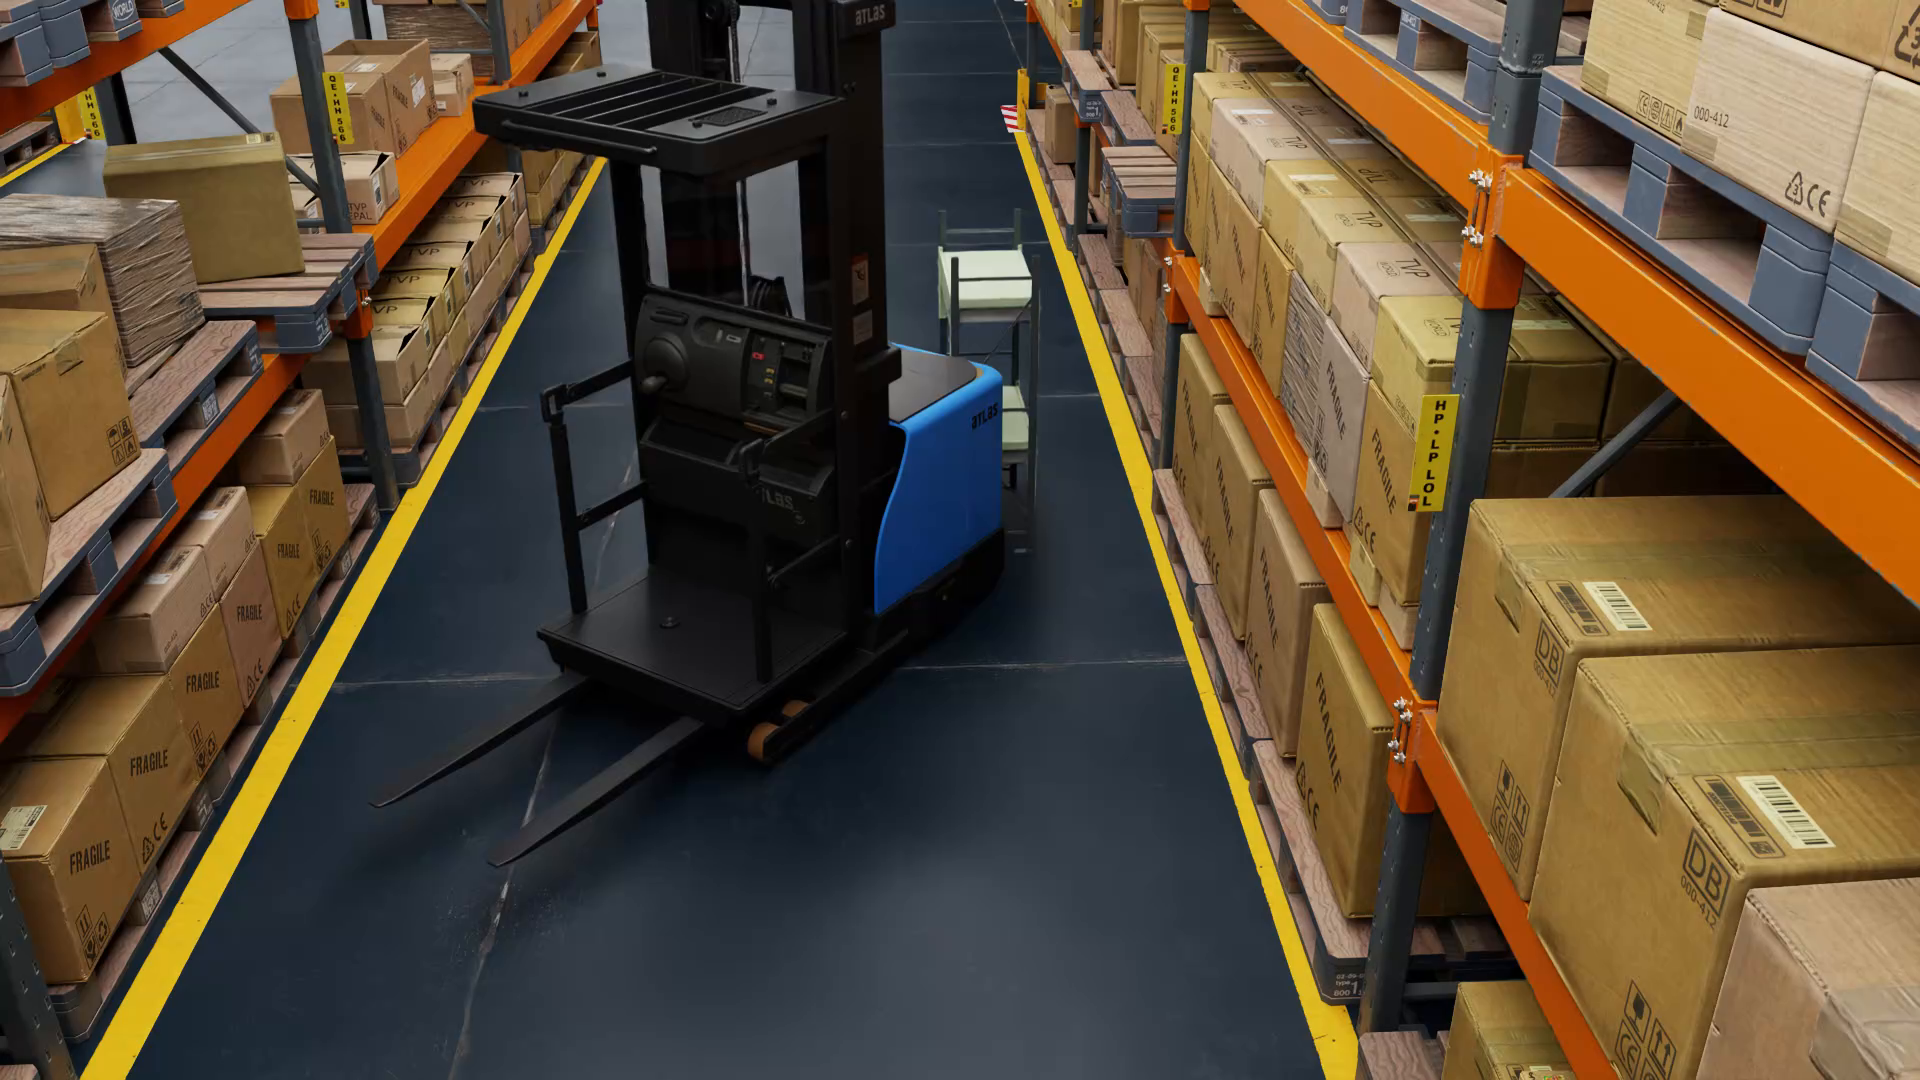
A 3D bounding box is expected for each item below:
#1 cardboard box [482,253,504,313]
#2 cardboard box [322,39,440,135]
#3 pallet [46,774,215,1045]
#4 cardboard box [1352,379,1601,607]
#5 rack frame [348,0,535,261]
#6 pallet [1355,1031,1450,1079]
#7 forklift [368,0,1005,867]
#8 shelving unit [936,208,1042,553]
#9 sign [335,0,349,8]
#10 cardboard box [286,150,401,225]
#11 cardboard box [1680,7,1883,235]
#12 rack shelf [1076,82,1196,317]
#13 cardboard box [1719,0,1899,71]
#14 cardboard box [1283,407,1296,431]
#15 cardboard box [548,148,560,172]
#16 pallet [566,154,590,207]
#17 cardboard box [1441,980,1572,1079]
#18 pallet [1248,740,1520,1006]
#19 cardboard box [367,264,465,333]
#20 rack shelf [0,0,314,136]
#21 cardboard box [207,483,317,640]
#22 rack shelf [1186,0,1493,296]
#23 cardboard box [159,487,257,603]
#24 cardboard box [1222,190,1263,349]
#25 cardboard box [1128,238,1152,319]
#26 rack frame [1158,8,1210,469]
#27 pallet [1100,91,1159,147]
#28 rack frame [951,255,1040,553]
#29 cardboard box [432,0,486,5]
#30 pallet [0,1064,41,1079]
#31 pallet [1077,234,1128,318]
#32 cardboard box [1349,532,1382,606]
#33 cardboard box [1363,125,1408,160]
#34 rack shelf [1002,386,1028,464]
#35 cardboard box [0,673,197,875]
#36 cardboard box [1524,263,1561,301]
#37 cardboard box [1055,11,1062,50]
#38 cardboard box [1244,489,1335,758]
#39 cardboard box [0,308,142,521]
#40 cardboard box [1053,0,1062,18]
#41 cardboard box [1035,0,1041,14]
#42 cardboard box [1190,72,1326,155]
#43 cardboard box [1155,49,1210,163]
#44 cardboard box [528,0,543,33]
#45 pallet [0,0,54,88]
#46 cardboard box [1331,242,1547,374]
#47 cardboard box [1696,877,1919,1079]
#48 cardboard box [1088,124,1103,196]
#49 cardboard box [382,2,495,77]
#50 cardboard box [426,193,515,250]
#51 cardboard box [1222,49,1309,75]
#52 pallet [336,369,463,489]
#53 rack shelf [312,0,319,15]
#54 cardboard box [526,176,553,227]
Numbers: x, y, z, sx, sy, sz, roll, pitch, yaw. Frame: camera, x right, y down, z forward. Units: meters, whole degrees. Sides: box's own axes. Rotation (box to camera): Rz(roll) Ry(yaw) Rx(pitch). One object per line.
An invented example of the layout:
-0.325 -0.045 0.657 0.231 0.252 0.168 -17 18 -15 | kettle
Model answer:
-3.245 -1.645 10.680 0.500 0.250 0.500 -1 28 -2 | cardboard box
-3.557 -2.779 10.226 0.500 0.500 0.500 1 28 1 | cardboard box
-3.270 1.224 5.676 1.003 0.211 1.213 -1 28 -3 | pallet
1.481 -0.152 4.846 0.500 0.500 0.500 -2 28 -3 | cardboard box
-3.608 -3.333 11.396 1.000 3.000 0.127 -1 28 -3 | rack frame
1.718 1.830 4.513 1.003 0.211 1.213 -1 28 -3 | pallet
-1.021 -0.635 6.368 1.129 2.867 3.031 17 32 29 | forklift
0.128 -0.771 8.107 0.431 1.500 0.755 -2 28 -4 | shelving unit
-4.162 -3.737 11.150 0.100 0.325 0.005 -1 28 -3 | sign
-3.252 -1.863 8.676 0.500 0.311 0.500 -2 28 -3 | cardboard box
1.542 -0.692 2.690 0.500 0.250 0.500 -2 28 -4 | cardboard box
1.443 -2.211 10.024 1.077 0.370 4.000 -1 28 -3 | rack shelf
1.547 -1.013 2.493 0.500 0.500 0.500 -2 28 -4 | cardboard box
1.431 -0.517 6.247 0.380 0.149 0.250 -1 28 -1 | cardboard box
-3.353 -3.085 12.629 0.500 0.500 0.500 -1 28 -3 | cardboard box
-3.674 -3.029 13.830 1.003 0.211 1.213 -1 28 -3 | pallet
1.693 1.511 4.359 0.700 0.500 0.500 -1 28 -2 | cardboard box
1.641 1.122 5.870 1.003 0.211 1.213 -1 28 -3 | pallet
-3.193 -1.428 9.657 0.500 0.311 0.500 -2 28 -4 | cardboard box
-3.295 -1.573 5.556 1.077 0.370 4.000 -1 28 -3 | rack shelf
-3.089 0.093 7.055 0.500 0.500 0.500 -2 28 -5 | cardboard box
1.652 -1.694 5.789 1.077 0.370 4.000 -1 28 -3 | rack shelf
-3.051 0.020 6.384 0.500 0.250 0.500 -2 28 -4 | cardboard box
1.360 -1.090 6.645 0.500 0.500 0.500 -2 28 -3 | cardboard box
1.457 -1.727 10.545 0.700 0.500 0.500 -1 28 -2 | cardboard box
1.548 -1.607 8.087 1.000 3.000 0.127 -1 28 -3 | rack frame
1.403 -2.435 9.882 1.003 0.211 1.213 -1 28 -3 | pallet
0.159 -0.603 7.783 0.400 1.500 0.023 -2 28 -4 | rack frame
-3.429 -3.793 11.470 0.380 0.149 0.250 -1 28 -3 | cardboard box
-3.155 1.916 4.349 1.003 0.211 1.213 -1 28 -3 | pallet
1.381 -1.858 11.584 1.003 0.211 1.213 -1 28 -3 | pallet
1.419 0.078 5.107 0.380 0.149 0.250 -1 28 -2 | cardboard box
1.877 -1.445 6.514 0.500 0.250 0.500 -2 28 -4 | cardboard box
0.128 -0.569 8.212 0.368 0.124 0.686 -2 28 -4 | rack shelf
-3.011 0.800 5.700 0.500 0.500 0.500 -1 28 -2 | cardboard box
1.959 -0.737 5.157 0.500 0.250 0.500 -1 28 -2 | cardboard box
0.994 -3.838 12.505 0.500 0.250 0.500 -1 28 -2 | cardboard box
1.543 0.300 6.301 0.750 0.750 0.750 -1 28 -1 | cardboard box
-3.091 -0.409 5.228 0.700 0.500 0.500 3 28 5 | cardboard box
0.974 -4.170 12.331 0.500 0.500 0.500 -2 28 -3 | cardboard box
0.900 -4.536 13.843 0.500 0.250 0.500 -2 28 -3 | cardboard box
1.315 -1.895 7.377 0.500 0.250 0.500 -1 28 -1 | cardboard box
1.457 -2.320 8.871 0.700 0.500 0.500 -4 28 -7 | cardboard box
-3.722 -4.293 13.130 0.700 0.500 0.500 -1 28 -1 | cardboard box
-3.154 -1.188 4.243 1.213 0.211 1.003 -1 28 -3 | pallet
1.460 -0.723 5.130 0.500 0.250 0.500 -1 28 -2 | cardboard box
1.849 1.032 2.704 0.980 0.700 0.700 -3 28 -5 | cardboard box
1.245 -3.019 13.022 0.500 0.500 0.500 -3 28 -7 | cardboard box
-3.637 -3.582 11.765 0.700 0.500 0.500 -2 28 -4 | cardboard box
-3.267 -2.128 10.999 0.500 0.311 0.500 -1 28 -1 | cardboard box
1.500 -2.292 8.116 0.380 0.149 0.250 -5 28 -9 | cardboard box
-3.403 -0.630 9.230 1.003 0.211 1.213 -1 28 -3 | pallet
-3.504 -3.420 9.098 1.077 0.370 4.000 -1 28 -3 | rack shelf
-3.329 -2.521 12.359 0.500 0.250 0.500 -1 28 -3 | cardboard box
